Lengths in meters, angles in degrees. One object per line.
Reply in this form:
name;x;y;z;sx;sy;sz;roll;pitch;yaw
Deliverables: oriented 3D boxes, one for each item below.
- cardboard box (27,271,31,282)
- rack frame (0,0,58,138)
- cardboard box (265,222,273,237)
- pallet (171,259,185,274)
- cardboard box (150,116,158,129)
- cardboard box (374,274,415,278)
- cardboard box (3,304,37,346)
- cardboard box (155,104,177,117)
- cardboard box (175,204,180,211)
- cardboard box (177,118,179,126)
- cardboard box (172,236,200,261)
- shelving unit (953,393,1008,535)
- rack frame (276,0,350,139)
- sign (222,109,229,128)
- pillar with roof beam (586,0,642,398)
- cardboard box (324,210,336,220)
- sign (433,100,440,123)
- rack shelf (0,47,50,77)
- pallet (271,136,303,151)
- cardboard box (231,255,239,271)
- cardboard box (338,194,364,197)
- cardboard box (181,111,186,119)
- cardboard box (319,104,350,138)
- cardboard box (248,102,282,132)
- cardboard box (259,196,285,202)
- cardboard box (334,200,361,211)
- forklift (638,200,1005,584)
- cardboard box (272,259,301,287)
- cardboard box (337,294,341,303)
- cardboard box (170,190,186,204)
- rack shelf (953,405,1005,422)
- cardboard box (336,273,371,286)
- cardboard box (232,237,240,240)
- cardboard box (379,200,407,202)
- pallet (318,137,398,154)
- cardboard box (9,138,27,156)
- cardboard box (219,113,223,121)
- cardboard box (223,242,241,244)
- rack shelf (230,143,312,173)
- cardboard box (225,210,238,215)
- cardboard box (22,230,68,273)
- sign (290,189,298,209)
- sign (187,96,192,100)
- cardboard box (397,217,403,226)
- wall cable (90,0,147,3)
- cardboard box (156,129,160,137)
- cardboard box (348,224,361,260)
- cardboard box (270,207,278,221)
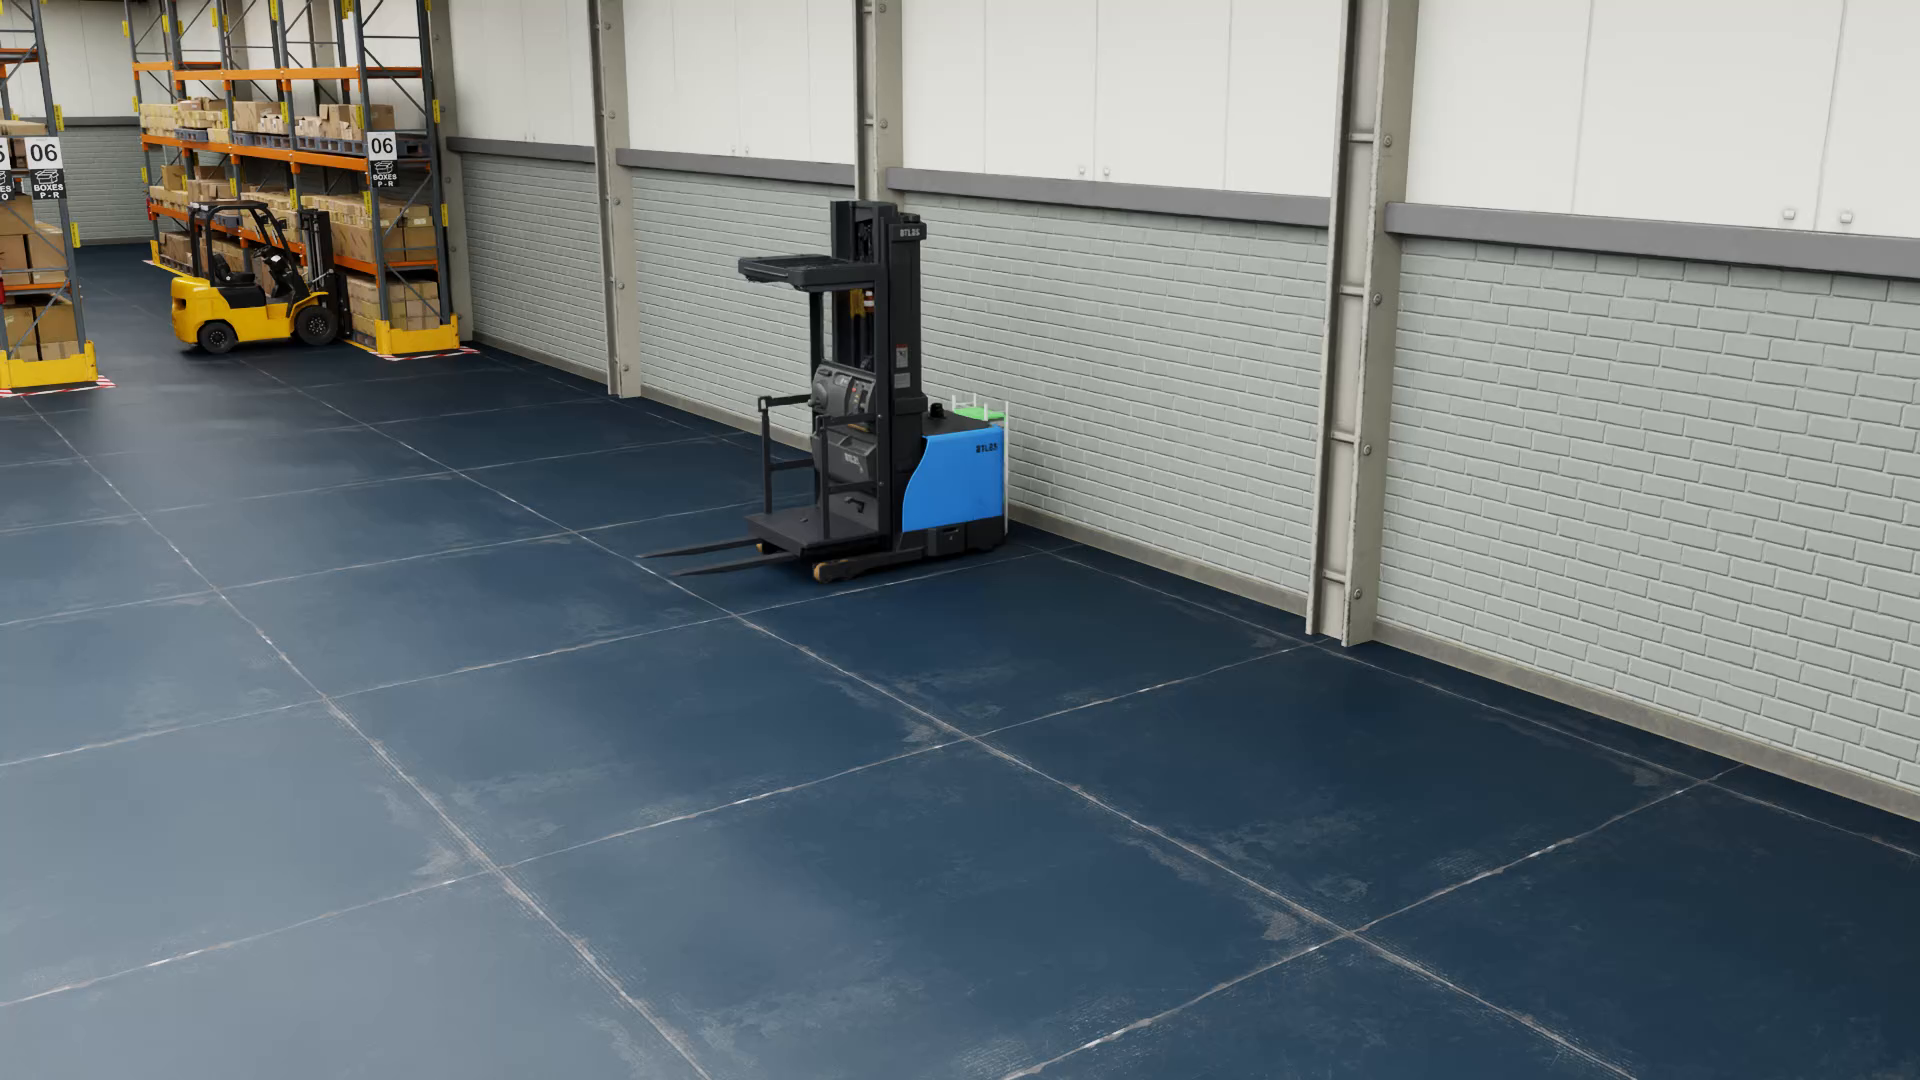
cardboard box;-12.356;-3.573;22.424;0.380;0.149;0.250;-11;19;-34
rack frame;-12.163;-6.431;21.027;1.000;3.000;0.127;-11;19;-35
cardboard box;-11.887;-5.484;29.215;0.500;0.250;0.500;-10;18;-33
pallet;-16.331;-5.934;35.856;1.003;0.211;1.213;-11;19;-35
cardboard box;-16.912;-8.890;35.412;0.500;0.250;0.500;-12;19;-36
cardboard box;-8.862;-4.014;26.079;0.500;0.250;0.500;-11;19;-35
cardboard box;-12.845;-2.906;22.505;0.500;0.500;0.500;-11;19;-34
cardboard box;-16.602;-9.027;34.966;0.500;0.250;0.500;-10;18;-33
cardboard box;-16.246;-6.993;34.921;0.380;0.149;0.250;-11;19;-35
cardboard box;-15.352;-8.322;33.109;0.380;0.149;0.250;-11;19;-34
cardboard box;-16.574;-6.260;35.705;0.500;0.500;0.500;-10;18;-34
shelving unit;0.177;-0.662;14.721;0.258;1.200;0.503;-10;18;-33
rack frame;-10.502;-8.057;26.966;1.000;3.000;0.127;-11;19;-35
sign;-13.294;-7.629;30.108;0.100;0.325;0.005;-11;19;-35
pillar with roof beam;-7.785;-5.542;17.777;9.100;9.000;0.400;-11;19;-35
cardboard box;-9.798;-5.137;26.246;0.380;0.149;0.250;-12;19;-36
sign;-7.698;-6.300;24.425;0.100;0.325;0.005;-11;19;-35
rack shelf;-13.339;-6.510;22.683;1.077;0.370;4.000;-11;19;-35
pallet;-11.031;-6.704;28.068;0.805;0.209;1.217;-12;19;-37
cardboard box;-13.562;-5.179;31.757;0.500;0.500;0.500;-11;19;-35
cardboard box;-10.070;-5.646;27.542;0.380;0.149;0.250;-11;19;-34
cardboard box;-15.056;-8.353;32.657;0.380;0.149;0.250;-11;19;-36
cardboard box;-9.442;-6.478;25.700;0.797;0.503;0.637;-10;18;-33
cardboard box;-12.027;-7.353;28.903;0.500;0.500;0.500;-10;18;-33
cardboard box;-12.138;-5.990;29.363;0.380;0.149;0.250;-10;18;-33
cardboard box;-9.572;-5.240;26.058;0.380;0.149;0.250;-11;19;-34
forklift;-1.127;-1.224;13.495;3.031;2.935;1.130;-10;18;-32
cardboard box;-11.712;-4.657;29.612;0.875;0.625;0.625;-12;19;-37
cardboard box;-9.587;-3.805;26.262;0.500;0.250;0.500;-11;19;-35
cardboard box;-16.292;-7.226;35.018;0.500;0.250;0.500;-11;19;-35
rack shelf;0.177;-1.063;14.611;0.258;0.148;0.480;-10;18;-33
cardboard box;-9.575;-4.041;26.178;0.500;0.250;0.500;-11;19;-36
cardboard box;-14.597;-6.092;33.862;0.380;0.149;0.250;-11;19;-35
cardboard box;-8.852;-5.212;25.957;0.380;0.149;0.250;-11;19;-36
pallet;-9.267;-6.129;25.772;1.003;0.211;1.213;-11;19;-35
cardboard box;-12.243;-5.204;21.947;0.500;0.250;0.500;-11;19;-36
cardboard box;-13.562;-7.876;30.955;0.380;0.149;0.250;-12;19;-36
cardboard box;-14.210;-5.741;32.580;0.380;0.149;0.250;-11;19;-34
rack shelf;-11.678;-6.690;29.017;1.077;0.370;4.000;-11;19;-35
cardboard box;-13.551;-6.179;31.151;0.380;0.149;0.250;-10;18;-34
cardboard box;-12.217;-3.873;22.293;0.500;0.500;0.500;-11;19;-35
sign;-10.935;-5.597;27.300;0.100;0.325;0.005;-11;19;-35
sign;-17.097;-9.681;36.906;0.100;0.325;0.005;-11;19;-35
cardboard box;-8.337;-4.825;25.106;0.380;0.149;0.250;-11;19;-35
wall cable;-19.841;-14.705;40.723;2.988;3.039;0.133;-11;19;-35
cardboard box;-16.736;-8.604;35.125;0.380;0.149;0.250;-11;19;-34
cardboard box;-8.950;-4.534;25.269;0.500;0.500;0.500;-10;18;-33
cardboard box;-11.602;-5.616;28.749;0.500;0.250;0.500;-10;18;-33
